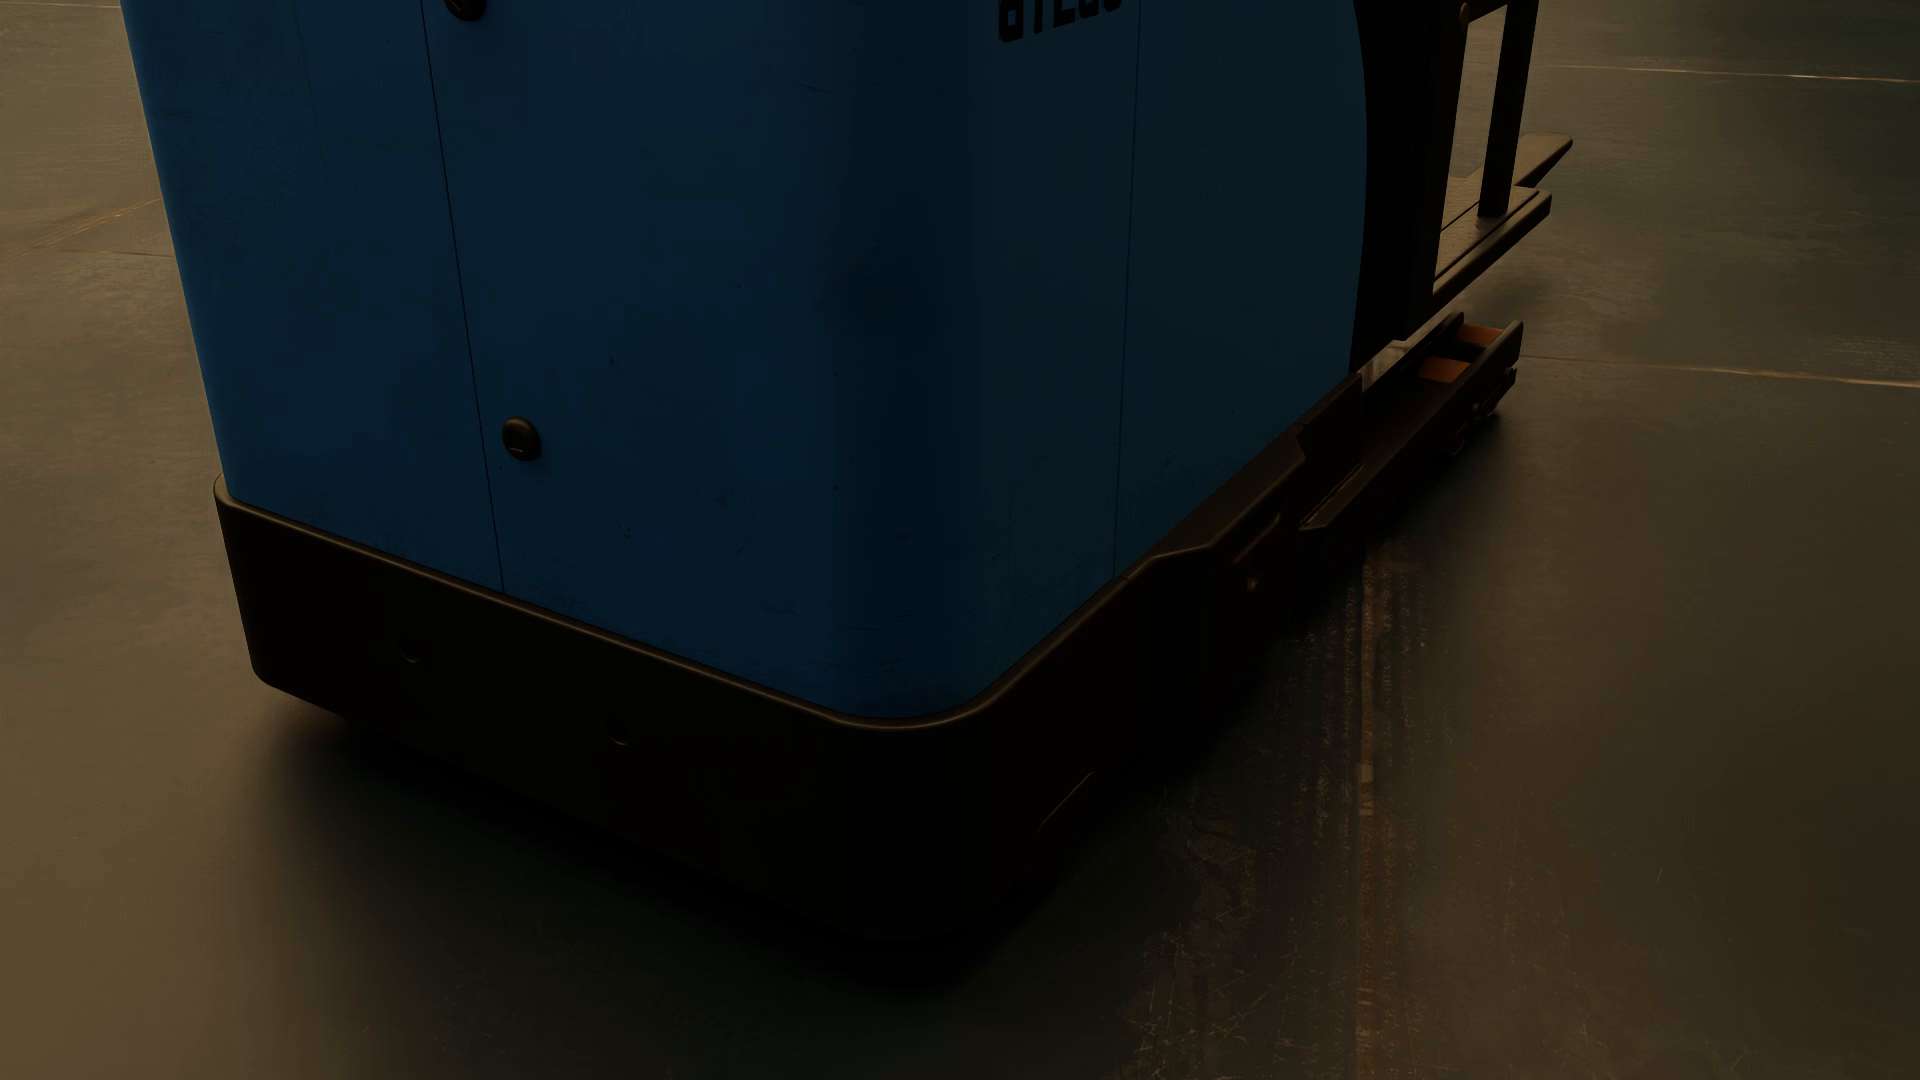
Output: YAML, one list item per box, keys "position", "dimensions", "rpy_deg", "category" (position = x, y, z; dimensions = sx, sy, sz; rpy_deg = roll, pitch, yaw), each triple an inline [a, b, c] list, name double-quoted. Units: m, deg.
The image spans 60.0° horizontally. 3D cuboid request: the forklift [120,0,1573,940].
- position: [0.331, -1.548, 2.314]
  dimensions: [1.130, 2.935, 3.031]
  rpy_deg: [16, 31, 28]
  category: "forklift"
